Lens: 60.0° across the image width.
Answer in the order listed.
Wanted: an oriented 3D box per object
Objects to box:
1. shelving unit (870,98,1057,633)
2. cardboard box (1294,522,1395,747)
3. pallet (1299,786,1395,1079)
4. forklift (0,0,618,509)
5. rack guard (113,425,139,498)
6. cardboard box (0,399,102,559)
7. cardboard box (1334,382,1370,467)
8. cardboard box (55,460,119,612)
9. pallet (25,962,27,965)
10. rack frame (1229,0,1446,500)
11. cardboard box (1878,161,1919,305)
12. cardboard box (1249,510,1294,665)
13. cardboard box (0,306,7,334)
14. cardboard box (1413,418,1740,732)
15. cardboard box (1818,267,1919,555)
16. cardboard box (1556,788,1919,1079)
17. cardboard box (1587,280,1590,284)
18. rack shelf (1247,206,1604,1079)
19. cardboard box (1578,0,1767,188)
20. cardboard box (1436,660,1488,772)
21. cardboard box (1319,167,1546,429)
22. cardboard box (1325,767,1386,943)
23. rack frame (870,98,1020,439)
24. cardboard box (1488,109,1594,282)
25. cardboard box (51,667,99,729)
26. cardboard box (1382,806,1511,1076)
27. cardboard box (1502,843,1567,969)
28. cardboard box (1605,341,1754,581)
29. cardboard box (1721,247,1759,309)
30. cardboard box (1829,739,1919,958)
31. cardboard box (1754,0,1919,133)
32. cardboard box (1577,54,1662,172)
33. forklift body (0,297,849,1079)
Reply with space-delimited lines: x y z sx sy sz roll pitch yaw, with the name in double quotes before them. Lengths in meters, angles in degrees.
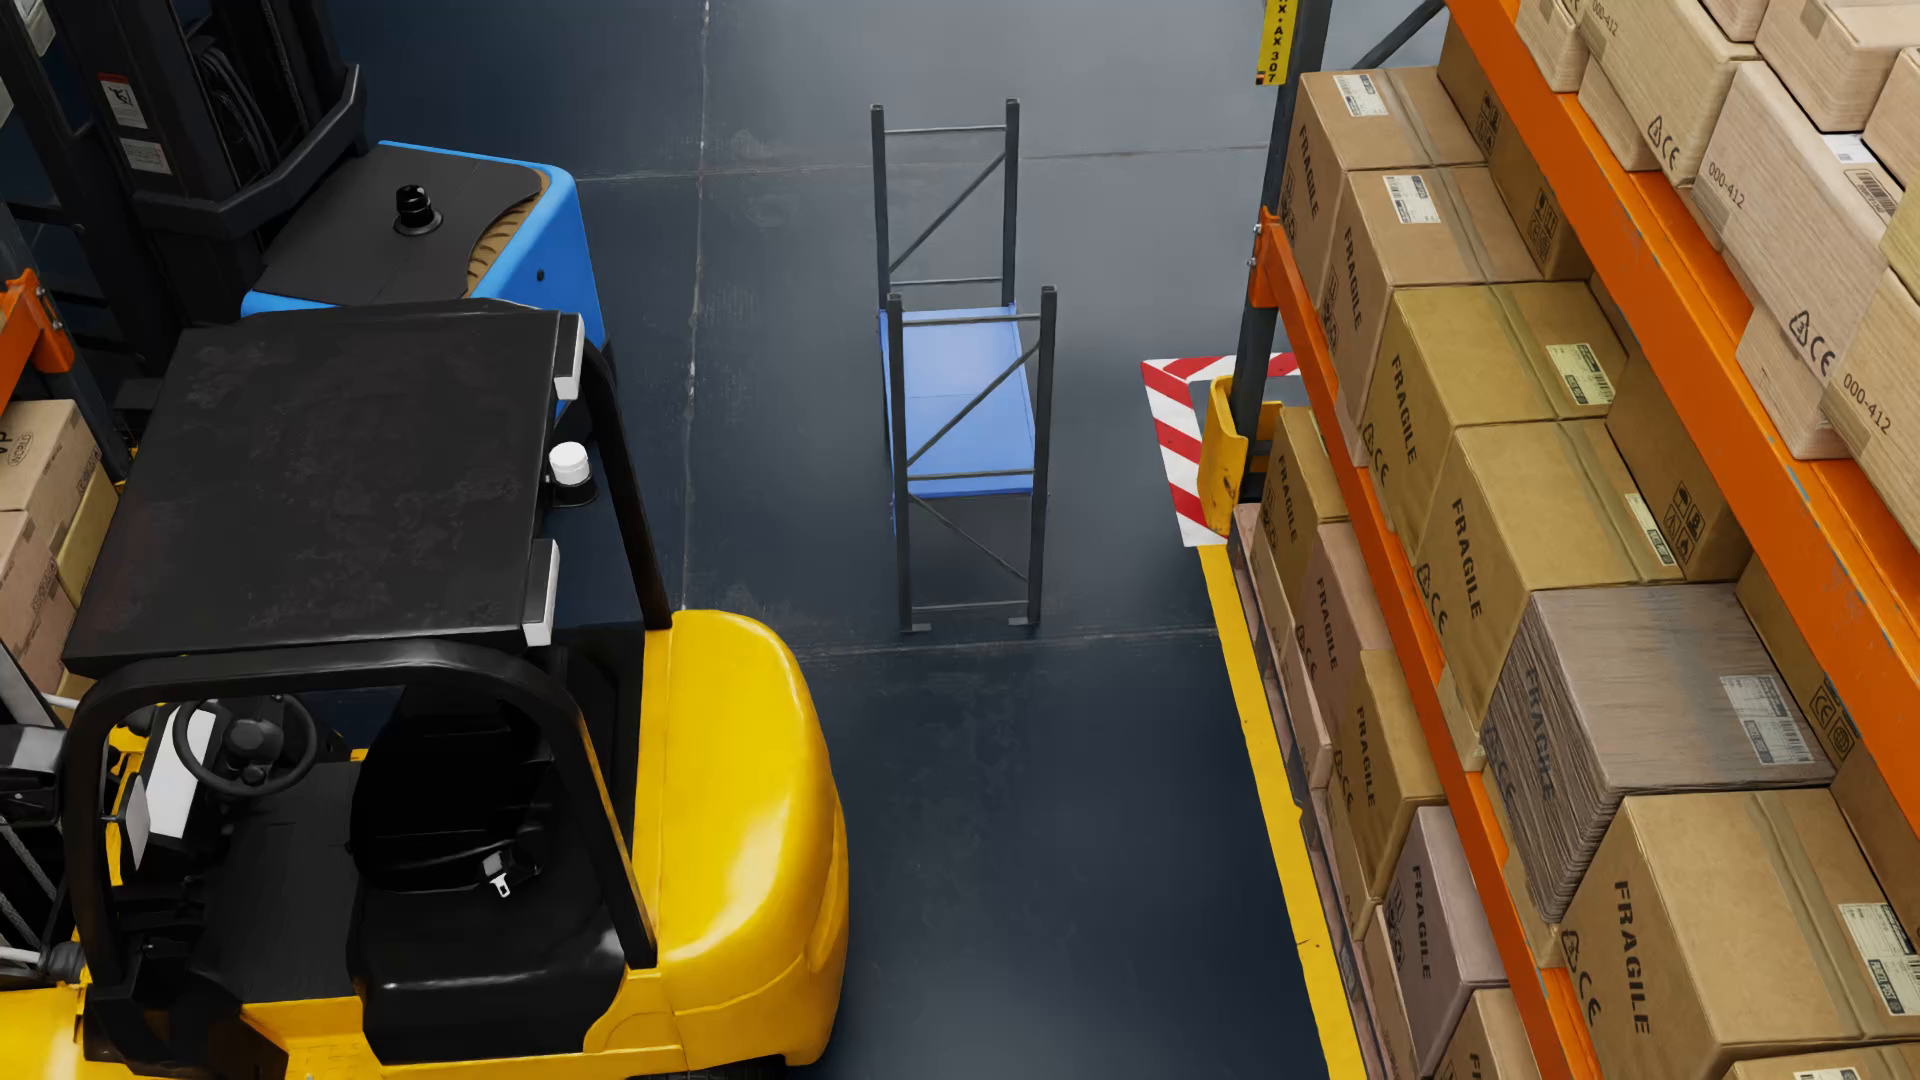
"shelving unit" -0.007 -0.577 5.764 0.538 1.500 1.048 -3 47 -3
"cardboard box" 1.347 0.280 5.007 0.500 0.500 0.500 -5 47 -5
"pallet" 1.642 1.226 4.944 1.003 0.211 1.213 -3 47 -3
"forklift" -2.962 -1.549 5.698 3.031 2.935 1.130 10 47 10
"rack guard" -3.444 -0.112 6.012 1.175 0.500 0.348 -3 47 -3
"cardboard box" -3.092 -0.183 5.273 0.500 0.250 0.500 -2 47 -2
"cardboard box" 1.278 -0.349 4.687 0.380 0.149 0.250 -3 47 -3
"cardboard box" -3.090 0.008 5.437 0.500 0.250 0.500 -4 47 -4
"pallet" -3.237 1.436 4.745 1.003 0.211 1.213 -3 47 -3
"rack frame" 1.504 -1.259 5.376 1.000 3.000 0.127 -3 47 -3
"cardboard box" 1.412 -0.357 2.080 0.380 0.149 0.250 -2 47 -2
"cardboard box" 1.296 0.143 5.653 0.500 0.250 0.500 -4 47 -4
"cardboard box" -3.139 -0.649 4.729 0.500 0.500 0.500 -4 47 -4
"cardboard box" 1.408 0.075 3.839 0.500 0.500 0.500 -4 47 -4
"cardboard box" 1.490 -0.115 2.126 0.500 0.250 0.500 -4 47 -4
"cardboard box" 1.504 0.820 3.133 0.500 0.500 0.500 -2 47 -2
"cardboard box" 1.861 -0.657 4.532 0.500 0.500 0.500 -3 47 -3
"rack shelf" 1.672 0.436 4.267 1.077 0.370 4.000 -3 47 -3
"cardboard box" 1.404 -0.852 2.823 0.500 0.250 0.500 -3 47 -2
"cardboard box" 1.371 0.402 3.976 0.380 0.149 0.250 -3 47 -3
"cardboard box" 1.314 -0.661 4.536 0.500 0.500 0.500 -2 47 -2
"cardboard box" 1.390 0.907 4.930 0.500 0.250 0.500 -1 47 -1
"rack frame" -0.050 -0.945 6.112 0.500 1.500 0.032 -3 47 -3
"cardboard box" 1.799 -1.016 4.184 0.700 0.500 0.500 -3 47 -3
"cardboard box" -3.055 0.528 5.289 0.500 0.250 0.500 -3 47 -3
"cardboard box" 1.434 1.030 4.297 0.500 0.500 0.500 -1 47 -1
"cardboard box" 1.420 0.773 3.625 0.380 0.149 0.250 -4 47 -4
"cardboard box" 1.848 -0.284 3.491 0.700 0.500 0.500 -4 47 -4
"cardboard box" 1.499 -0.458 2.725 0.380 0.149 0.250 -3 47 -2
"cardboard box" 1.997 0.453 2.793 0.700 0.500 0.500 -3 47 -3
"cardboard box" 1.419 -0.735 2.438 0.380 0.149 0.250 -3 47 -3
"cardboard box" 1.383 -0.821 3.069 0.380 0.149 0.250 -5 47 -4
"forklift body" -1.465 0.599 4.202 2.313 2.155 1.214 -3 47 -3
